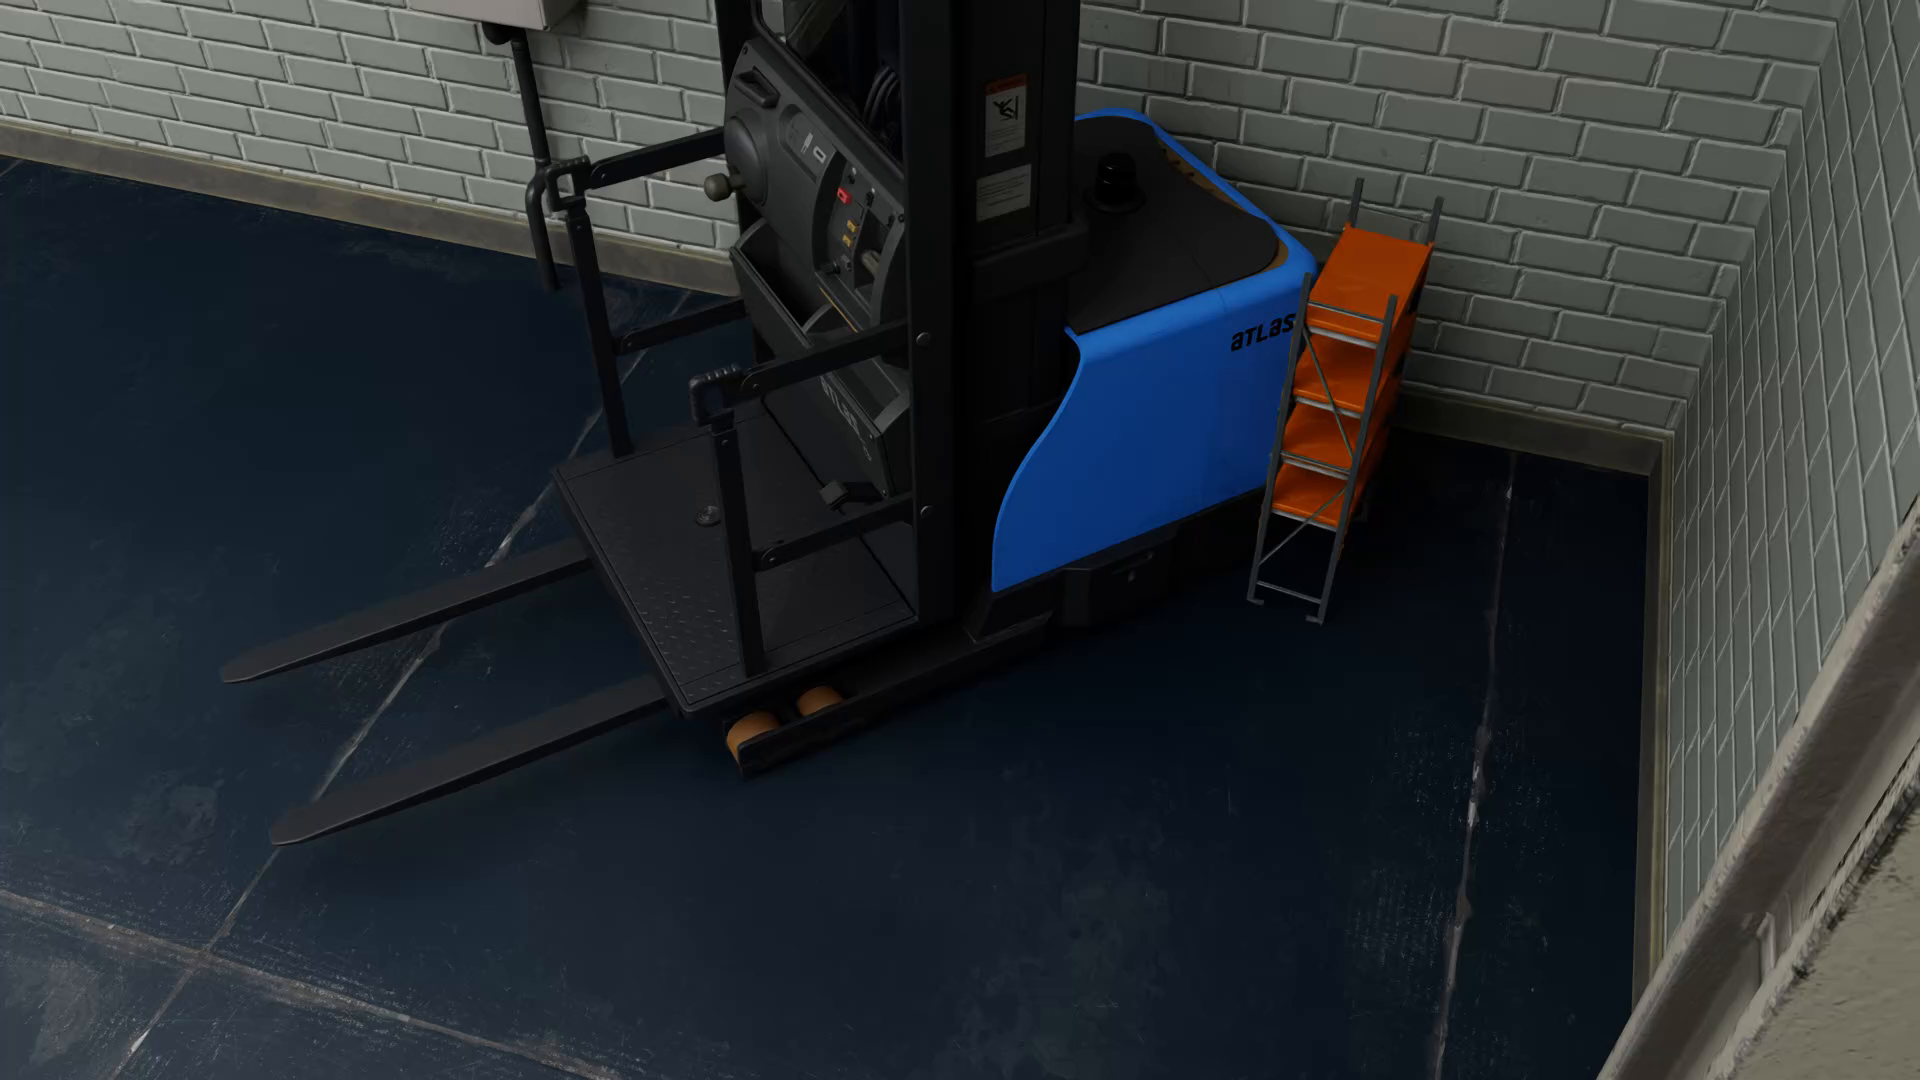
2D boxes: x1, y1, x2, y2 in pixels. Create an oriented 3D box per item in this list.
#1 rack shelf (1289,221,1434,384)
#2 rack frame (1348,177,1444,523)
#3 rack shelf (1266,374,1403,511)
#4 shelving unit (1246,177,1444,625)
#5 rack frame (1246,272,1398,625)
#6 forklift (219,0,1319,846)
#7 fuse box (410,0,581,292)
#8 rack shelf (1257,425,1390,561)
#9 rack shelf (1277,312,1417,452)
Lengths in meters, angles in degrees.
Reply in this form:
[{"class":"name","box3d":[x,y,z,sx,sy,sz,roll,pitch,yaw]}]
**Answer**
[{"class":"rack shelf","box3d":[1.088,-0.649,4.493,0.258,0.148,0.480,18,47,17]},{"class":"rack frame","box3d":[1.190,-0.523,4.927,0.240,1.200,0.015,18,47,17]},{"class":"rack shelf","box3d":[1.087,-0.321,4.816,0.258,0.148,0.480,18,47,17]},{"class":"shelving unit","box3d":[1.087,-0.369,4.769,0.258,1.200,0.503,18,47,17]},{"class":"rack frame","box3d":[0.984,-0.214,4.611,0.240,1.200,0.015,18,47,17]},{"class":"forklift","box3d":[-0.548,-0.838,4.011,3.031,2.935,1.130,-21,48,-20]},{"class":"fuse box","box3d":[-1.511,-1.529,5.589,0.539,1.711,0.414,13,46,13]},{"class":"rack shelf","box3d":[1.087,-0.179,4.955,0.258,0.148,0.480,18,47,17]},{"class":"rack shelf","box3d":[1.088,-0.481,4.659,0.258,0.148,0.480,18,47,17]}]
